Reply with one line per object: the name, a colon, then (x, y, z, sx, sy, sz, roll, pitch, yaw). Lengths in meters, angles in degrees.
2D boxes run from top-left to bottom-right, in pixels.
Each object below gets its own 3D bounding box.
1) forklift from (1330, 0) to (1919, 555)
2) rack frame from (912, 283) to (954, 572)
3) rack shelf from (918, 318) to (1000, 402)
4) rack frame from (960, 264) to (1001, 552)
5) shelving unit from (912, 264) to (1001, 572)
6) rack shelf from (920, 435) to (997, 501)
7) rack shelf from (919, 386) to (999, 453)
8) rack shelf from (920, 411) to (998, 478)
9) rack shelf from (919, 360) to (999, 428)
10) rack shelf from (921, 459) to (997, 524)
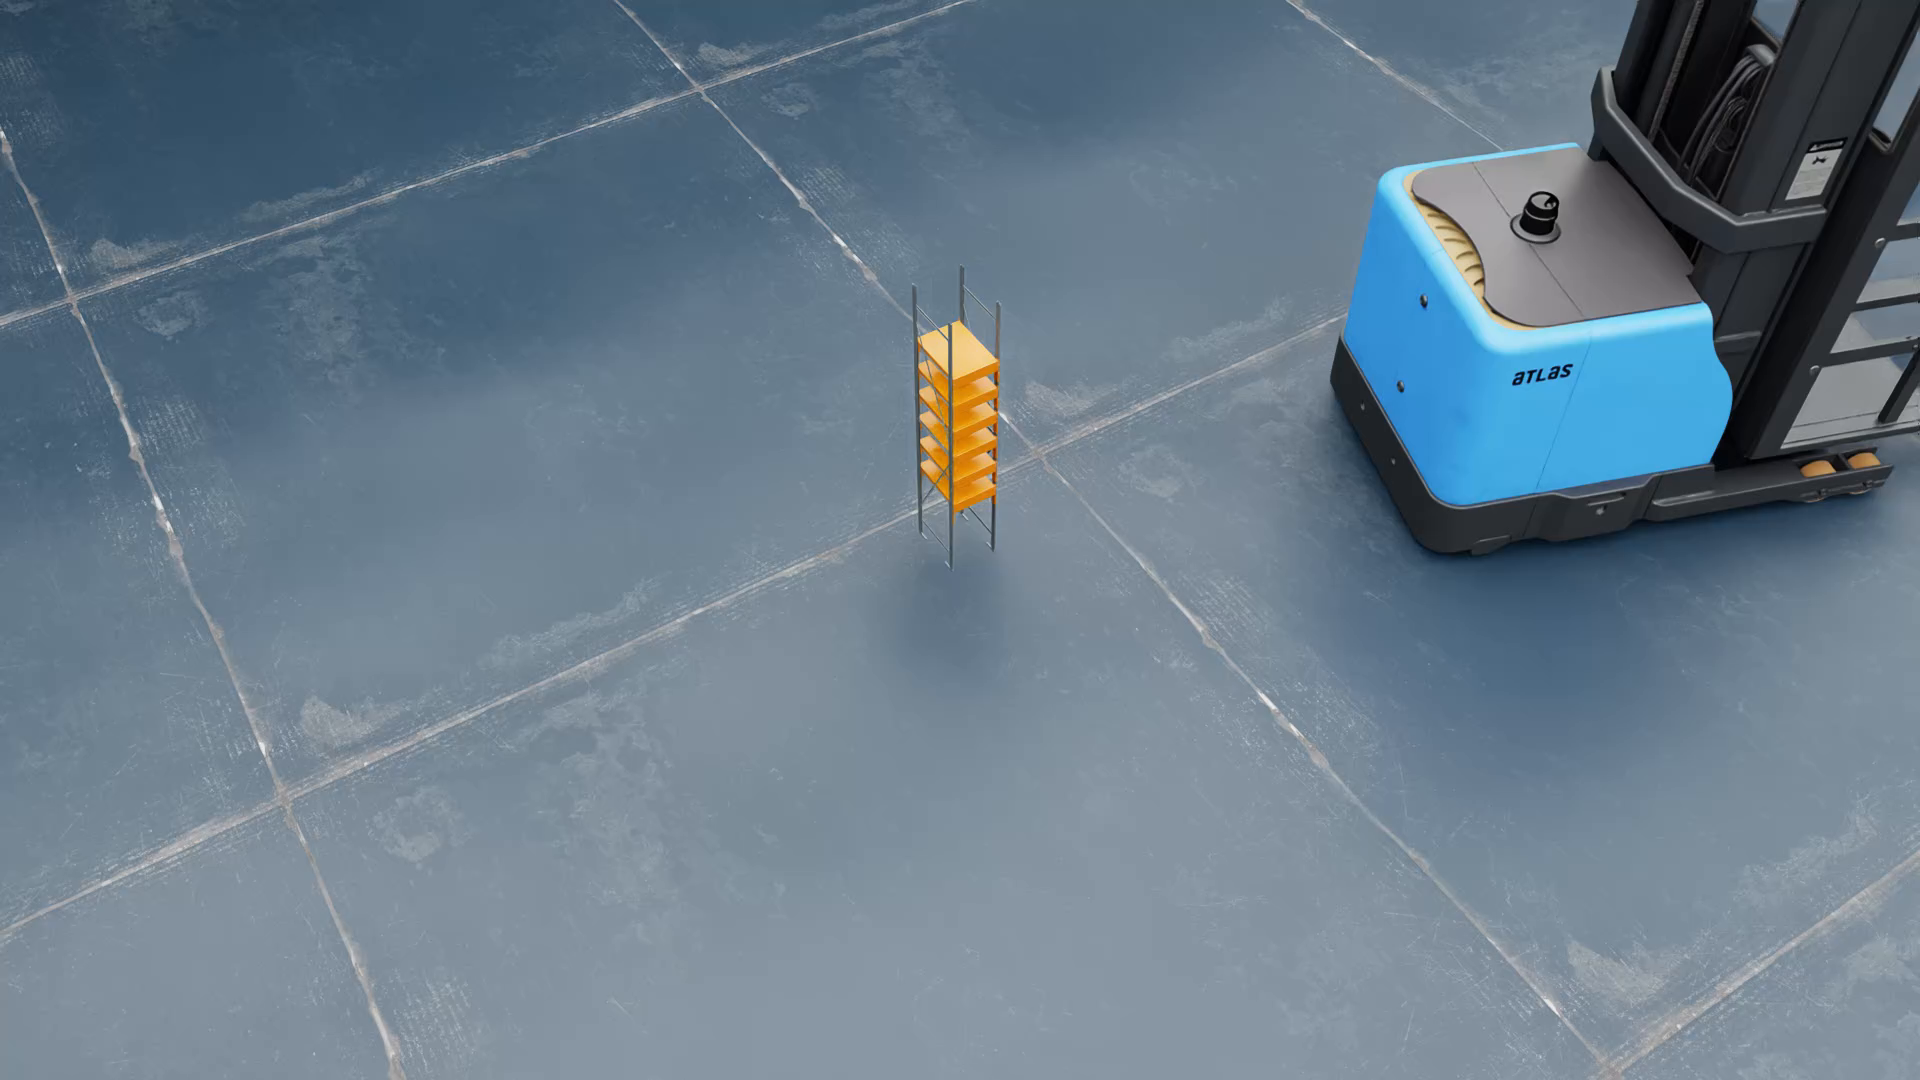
forklift: (3.069, -1.496, 5.620, 3.031, 2.935, 1.130, -10, 49, -8)
rack frame: (-0.090, -0.357, 5.764, 0.006, 1.200, 0.240, -25, 53, -21)
rack shelf: (-0.012, -0.603, 5.561, 0.180, 0.103, 0.258, -25, 53, -21)
rack frame: (0.065, -0.430, 5.829, 0.006, 1.200, 0.240, -25, 53, -21)
shelving unit: (-0.012, -0.393, 5.797, 0.189, 1.200, 0.258, -25, 53, -21)
rack shelf: (-0.012, -0.284, 5.920, 0.180, 0.103, 0.258, -25, 53, -21)
rack shelf: (-0.012, -0.444, 5.740, 0.180, 0.103, 0.258, -25, 53, -21)
rack shelf: (-0.012, -0.364, 5.830, 0.180, 0.103, 0.258, -25, 53, -21)
rack shelf: (-0.012, -0.523, 5.651, 0.180, 0.103, 0.258, -25, 53, -21)
rack shelf: (-0.012, -0.204, 6.009, 0.180, 0.103, 0.258, -25, 53, -21)
